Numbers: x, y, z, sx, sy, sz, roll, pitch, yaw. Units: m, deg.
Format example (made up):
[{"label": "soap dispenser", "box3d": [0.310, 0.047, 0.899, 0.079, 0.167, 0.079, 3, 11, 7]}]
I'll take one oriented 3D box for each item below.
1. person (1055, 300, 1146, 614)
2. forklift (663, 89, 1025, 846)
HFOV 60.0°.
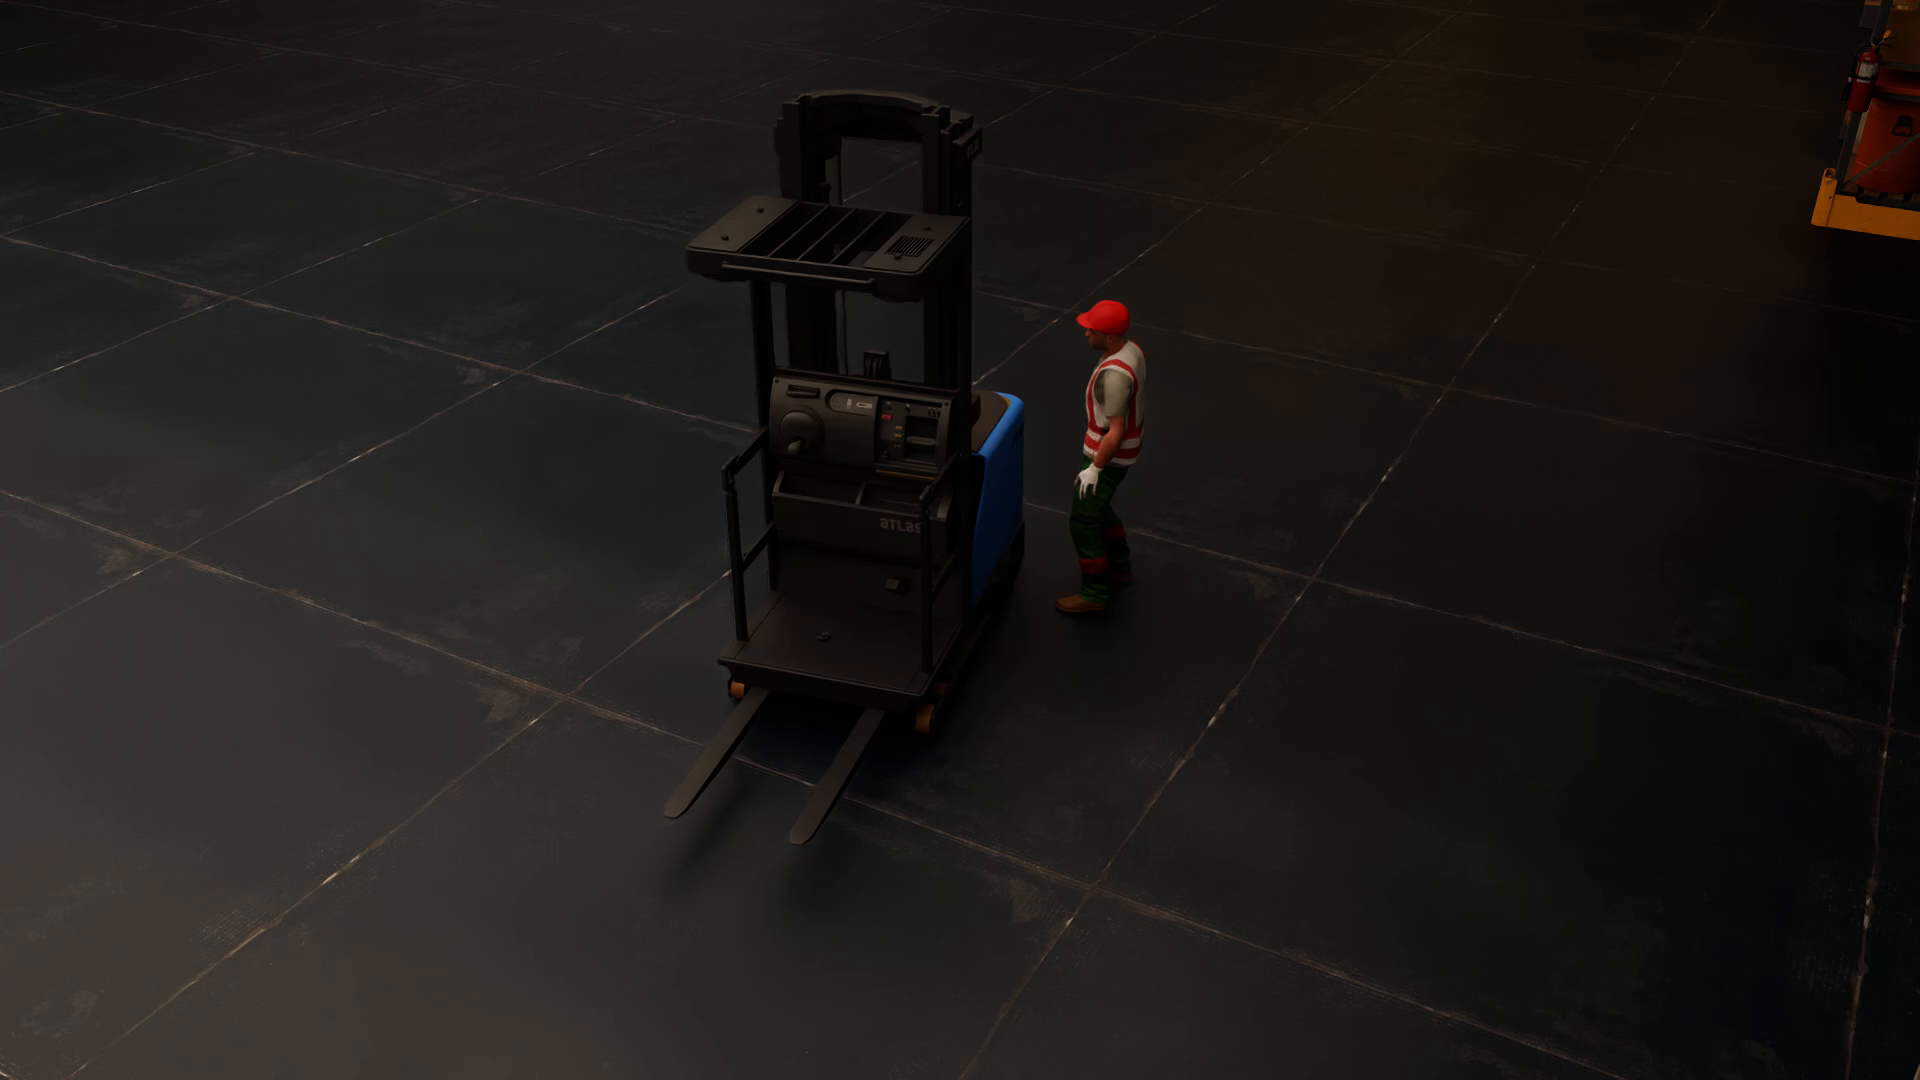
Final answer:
[{"label": "person", "box3d": [0.794, -0.490, 9.105, 0.398, 1.757, 0.813, 7, 31, 12]}, {"label": "forklift", "box3d": [-0.553, -0.516, 7.965, 1.130, 2.935, 3.031, 9, 31, 15]}]
